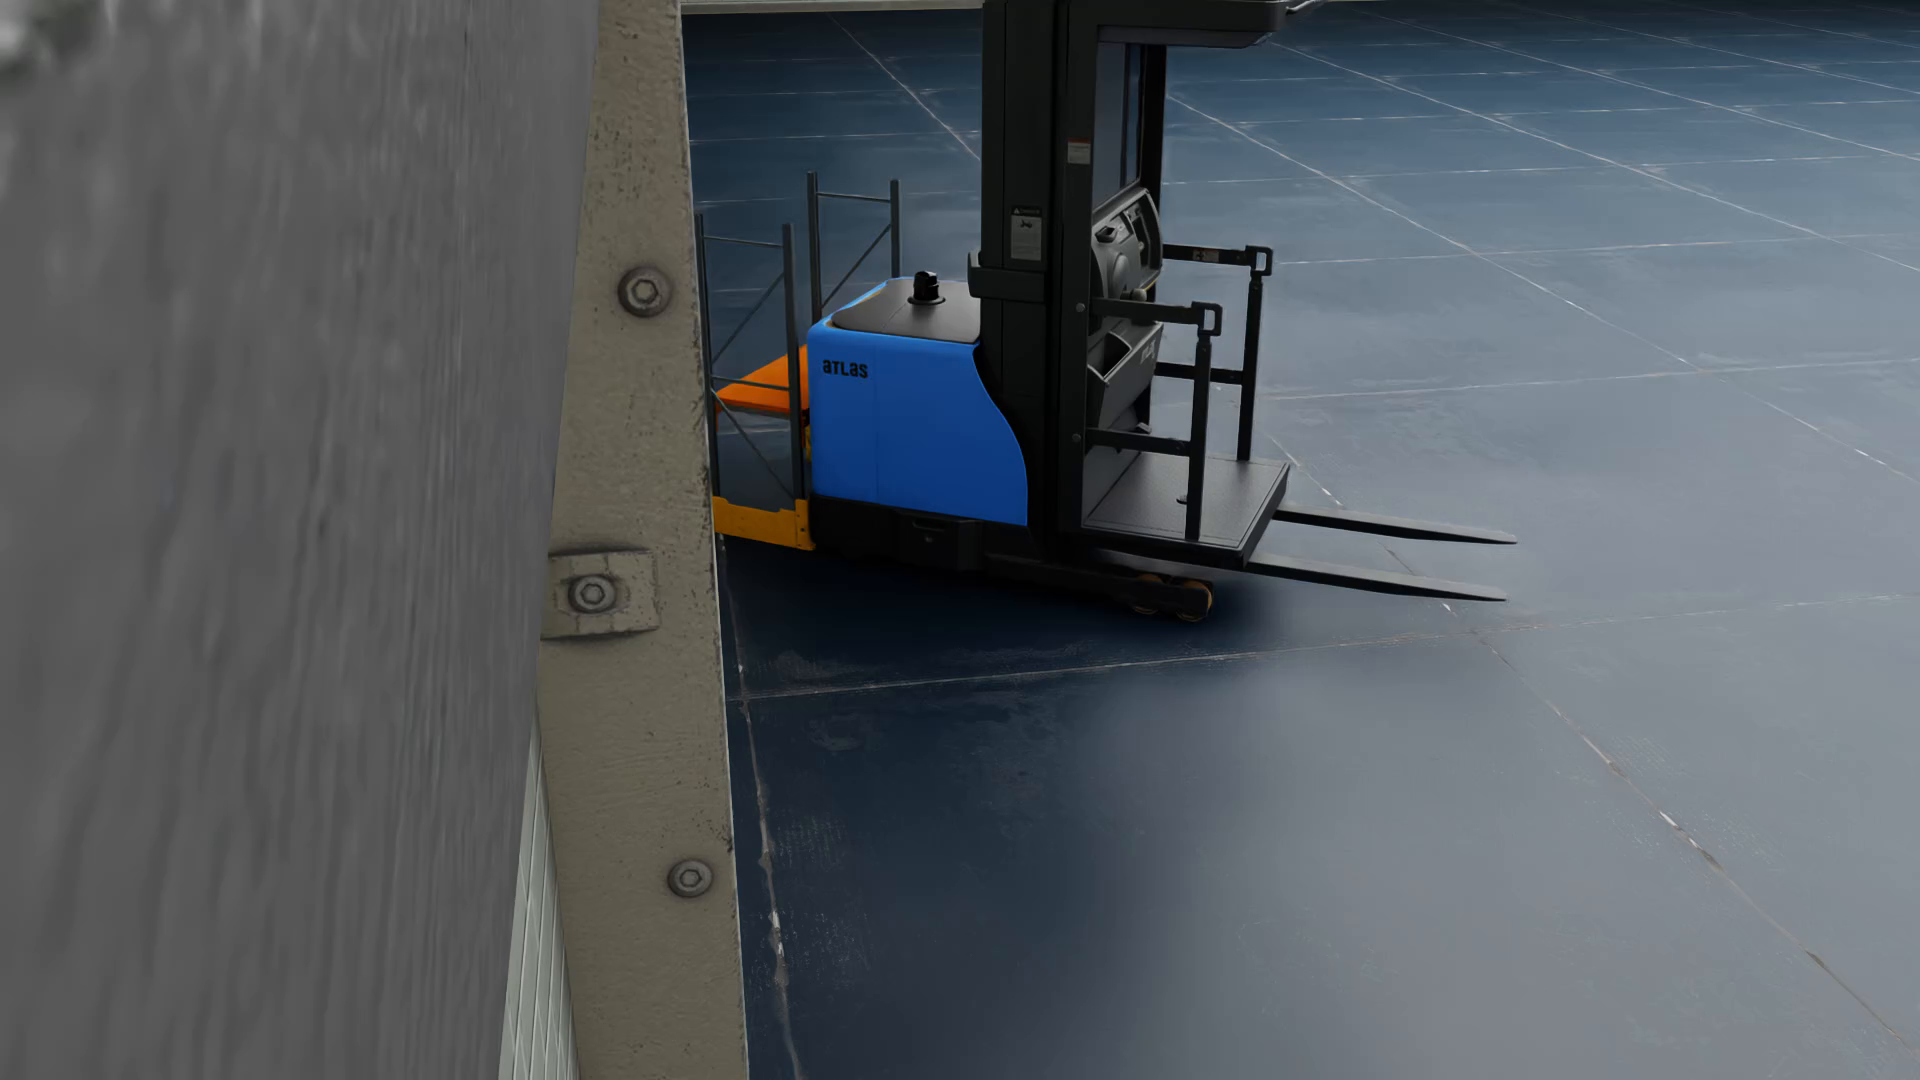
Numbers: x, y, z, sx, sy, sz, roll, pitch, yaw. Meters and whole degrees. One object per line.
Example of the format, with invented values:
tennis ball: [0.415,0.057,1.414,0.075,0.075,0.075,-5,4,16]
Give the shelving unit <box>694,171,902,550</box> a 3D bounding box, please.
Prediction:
shelving unit: [-0.732,-0.882,7.896,0.587,1.500,1.083,10,26,23]

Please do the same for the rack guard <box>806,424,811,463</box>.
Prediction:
rack guard: [-0.523,-0.490,8.560,0.587,0.250,0.087,10,26,23]

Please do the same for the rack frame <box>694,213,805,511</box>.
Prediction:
rack frame: [-0.941,-0.701,7.480,0.500,1.500,0.032,10,26,23]

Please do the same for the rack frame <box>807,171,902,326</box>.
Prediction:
rack frame: [-0.515,-1.070,8.326,0.500,1.500,0.032,10,26,23]

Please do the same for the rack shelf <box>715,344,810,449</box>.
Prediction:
rack shelf: [-0.728,-0.720,7.975,0.538,0.185,1.000,10,26,23]

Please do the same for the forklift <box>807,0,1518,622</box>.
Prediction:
forklift: [0.890,-1.242,6.933,3.031,2.935,1.130,9,25,19]

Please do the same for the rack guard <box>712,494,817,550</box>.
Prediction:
rack guard: [-0.941,-0.128,7.732,0.587,0.250,0.087,10,26,23]
